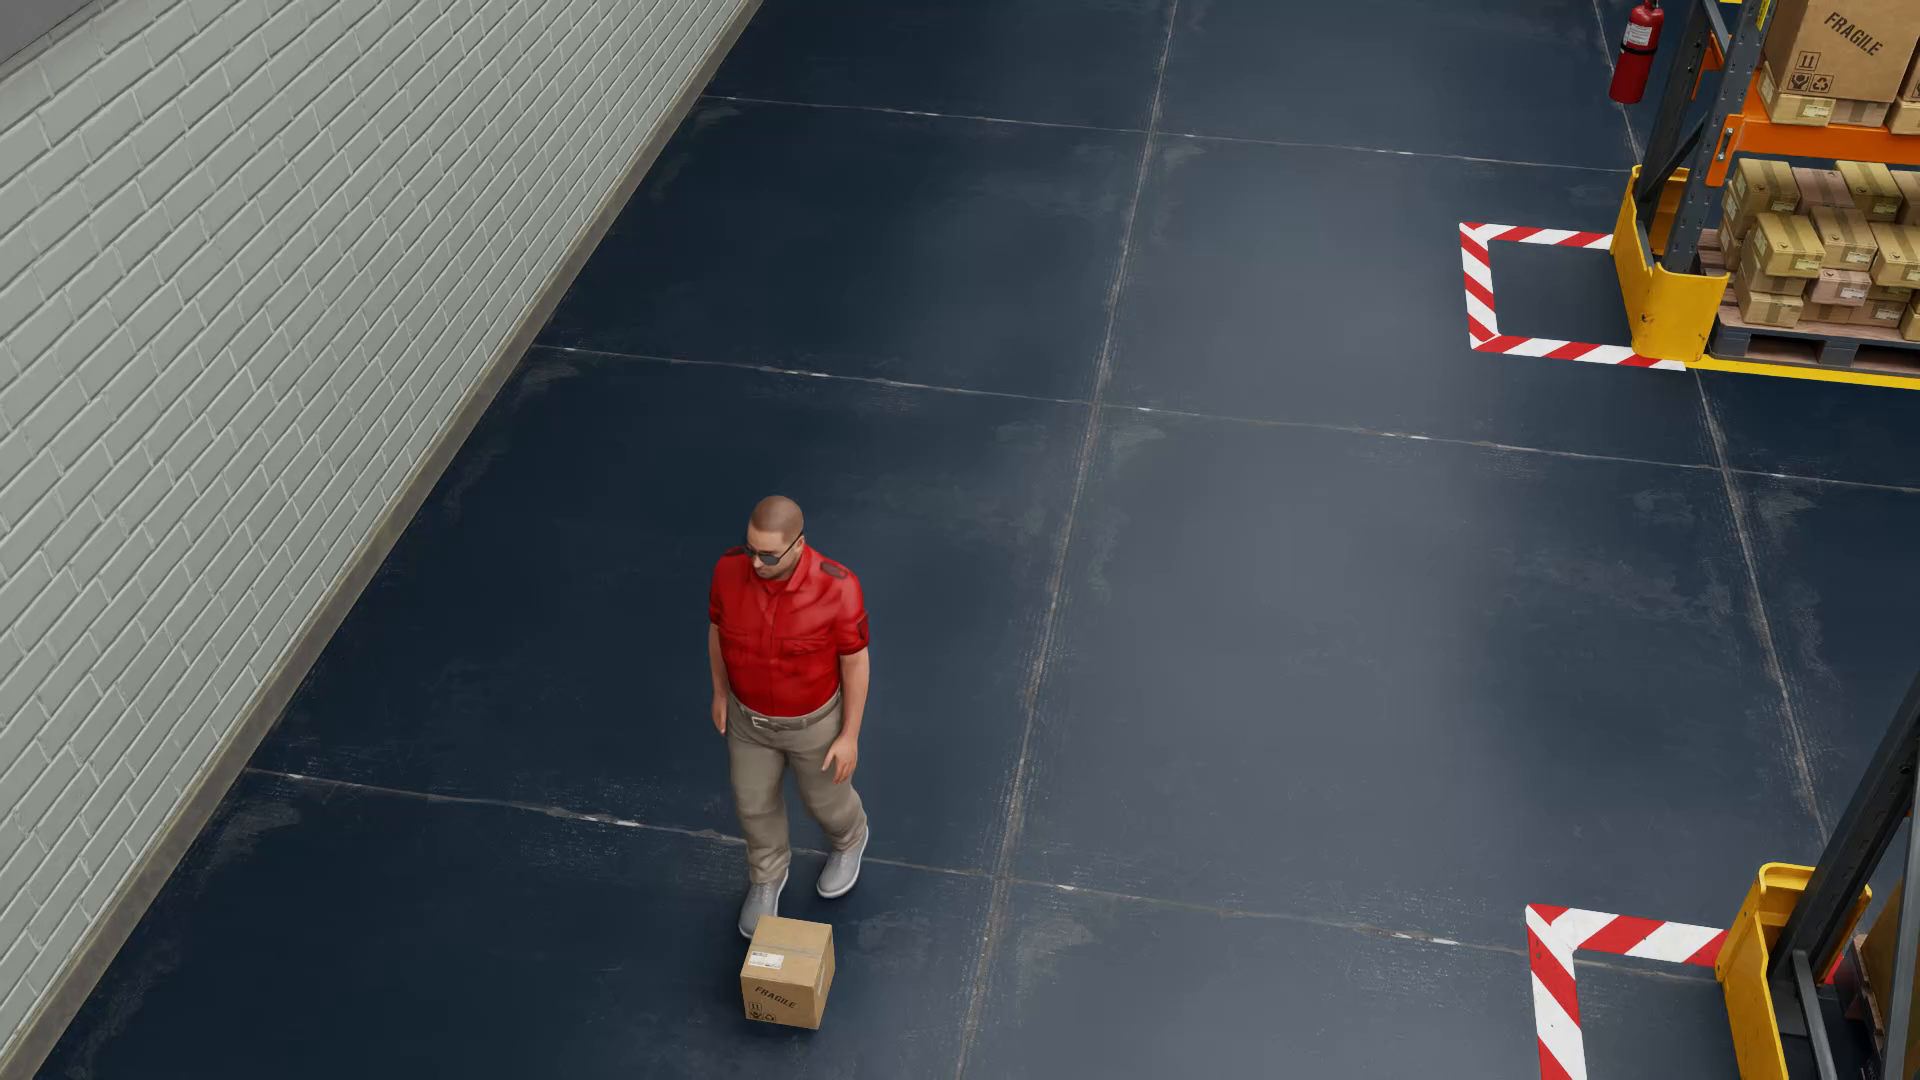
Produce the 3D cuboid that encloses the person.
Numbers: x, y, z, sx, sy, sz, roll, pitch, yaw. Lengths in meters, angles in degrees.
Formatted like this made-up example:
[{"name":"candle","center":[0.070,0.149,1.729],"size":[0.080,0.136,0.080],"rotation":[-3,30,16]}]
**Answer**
[{"name":"person","center":[-0.580,0.594,5.468],"size":[0.569,1.738,0.566],"rotation":[12,42,14]}]
